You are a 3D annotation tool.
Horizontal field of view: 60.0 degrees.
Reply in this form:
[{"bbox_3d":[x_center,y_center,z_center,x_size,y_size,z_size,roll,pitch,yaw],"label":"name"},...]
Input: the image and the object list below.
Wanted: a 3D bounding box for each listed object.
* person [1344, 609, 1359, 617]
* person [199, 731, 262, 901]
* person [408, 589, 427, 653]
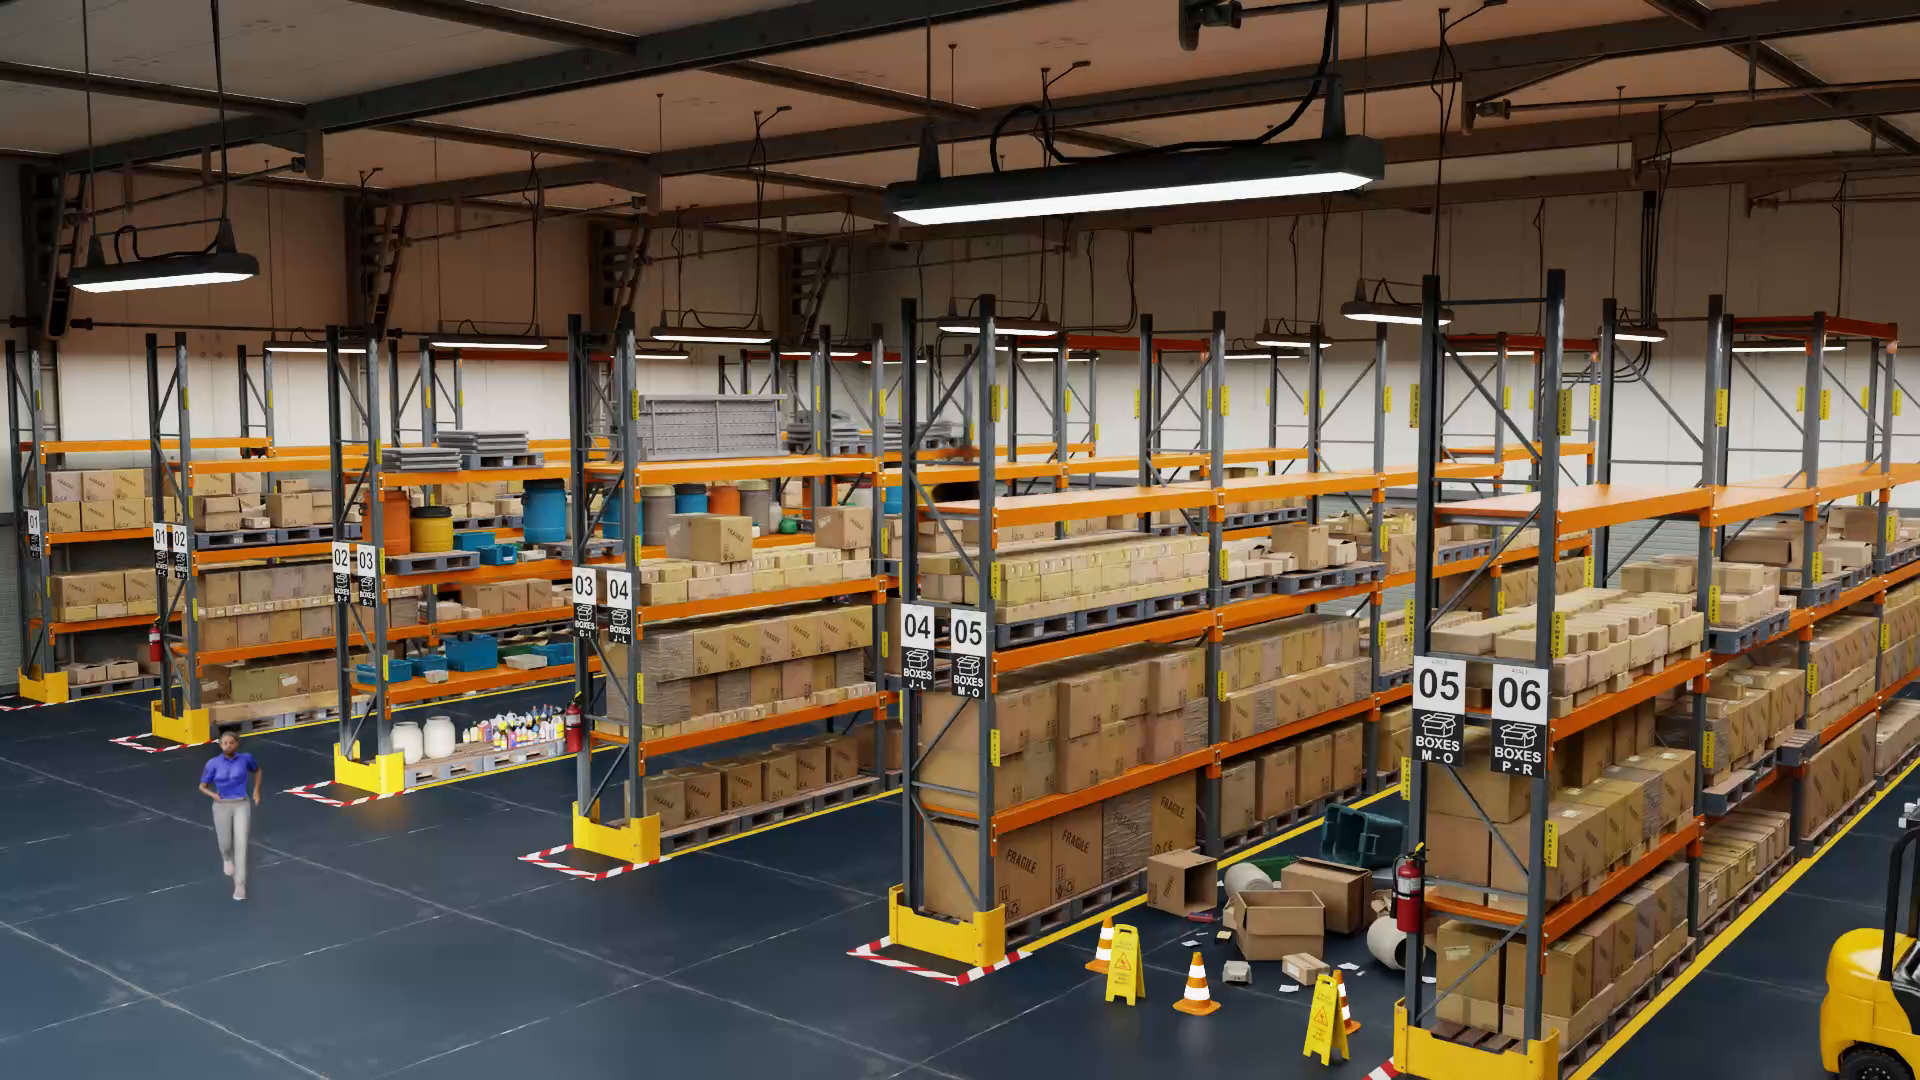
[{"bbox_3d":[6.041,1.973,25.716,0.643,1.836,0.801,4,7,38],"label":"person"},{"bbox_3d":[-7.512,2.795,17.156,0.597,1.655,0.931,-2,6,-24],"label":"person"},{"bbox_3d":[-9.674,1.671,29.792,0.617,1.677,0.747,3,6,29],"label":"person"}]
